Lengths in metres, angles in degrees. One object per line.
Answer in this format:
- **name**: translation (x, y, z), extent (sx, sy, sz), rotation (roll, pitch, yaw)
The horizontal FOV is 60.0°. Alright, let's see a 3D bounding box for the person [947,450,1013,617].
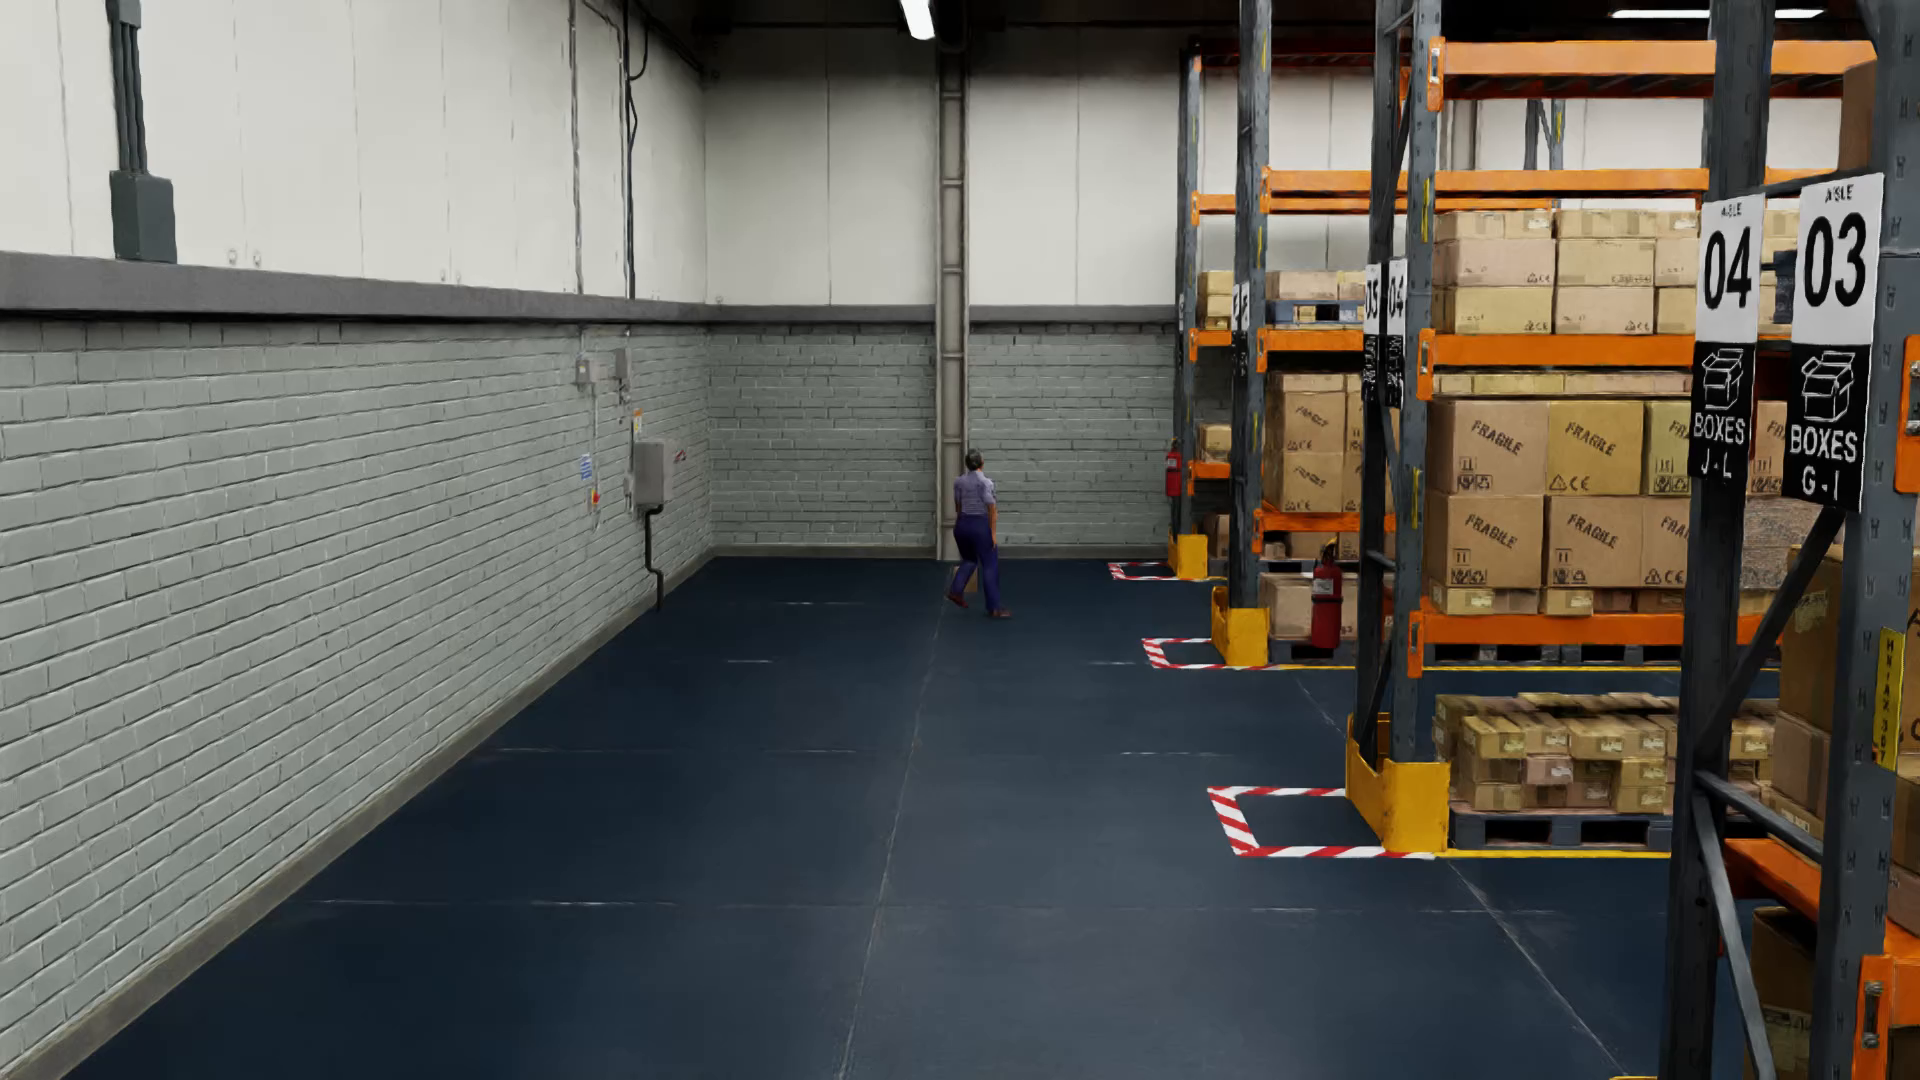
- **person**: translation (0.236, -0.067, 16.345), extent (0.635, 1.633, 0.437), rotation (4, 9, 31)
